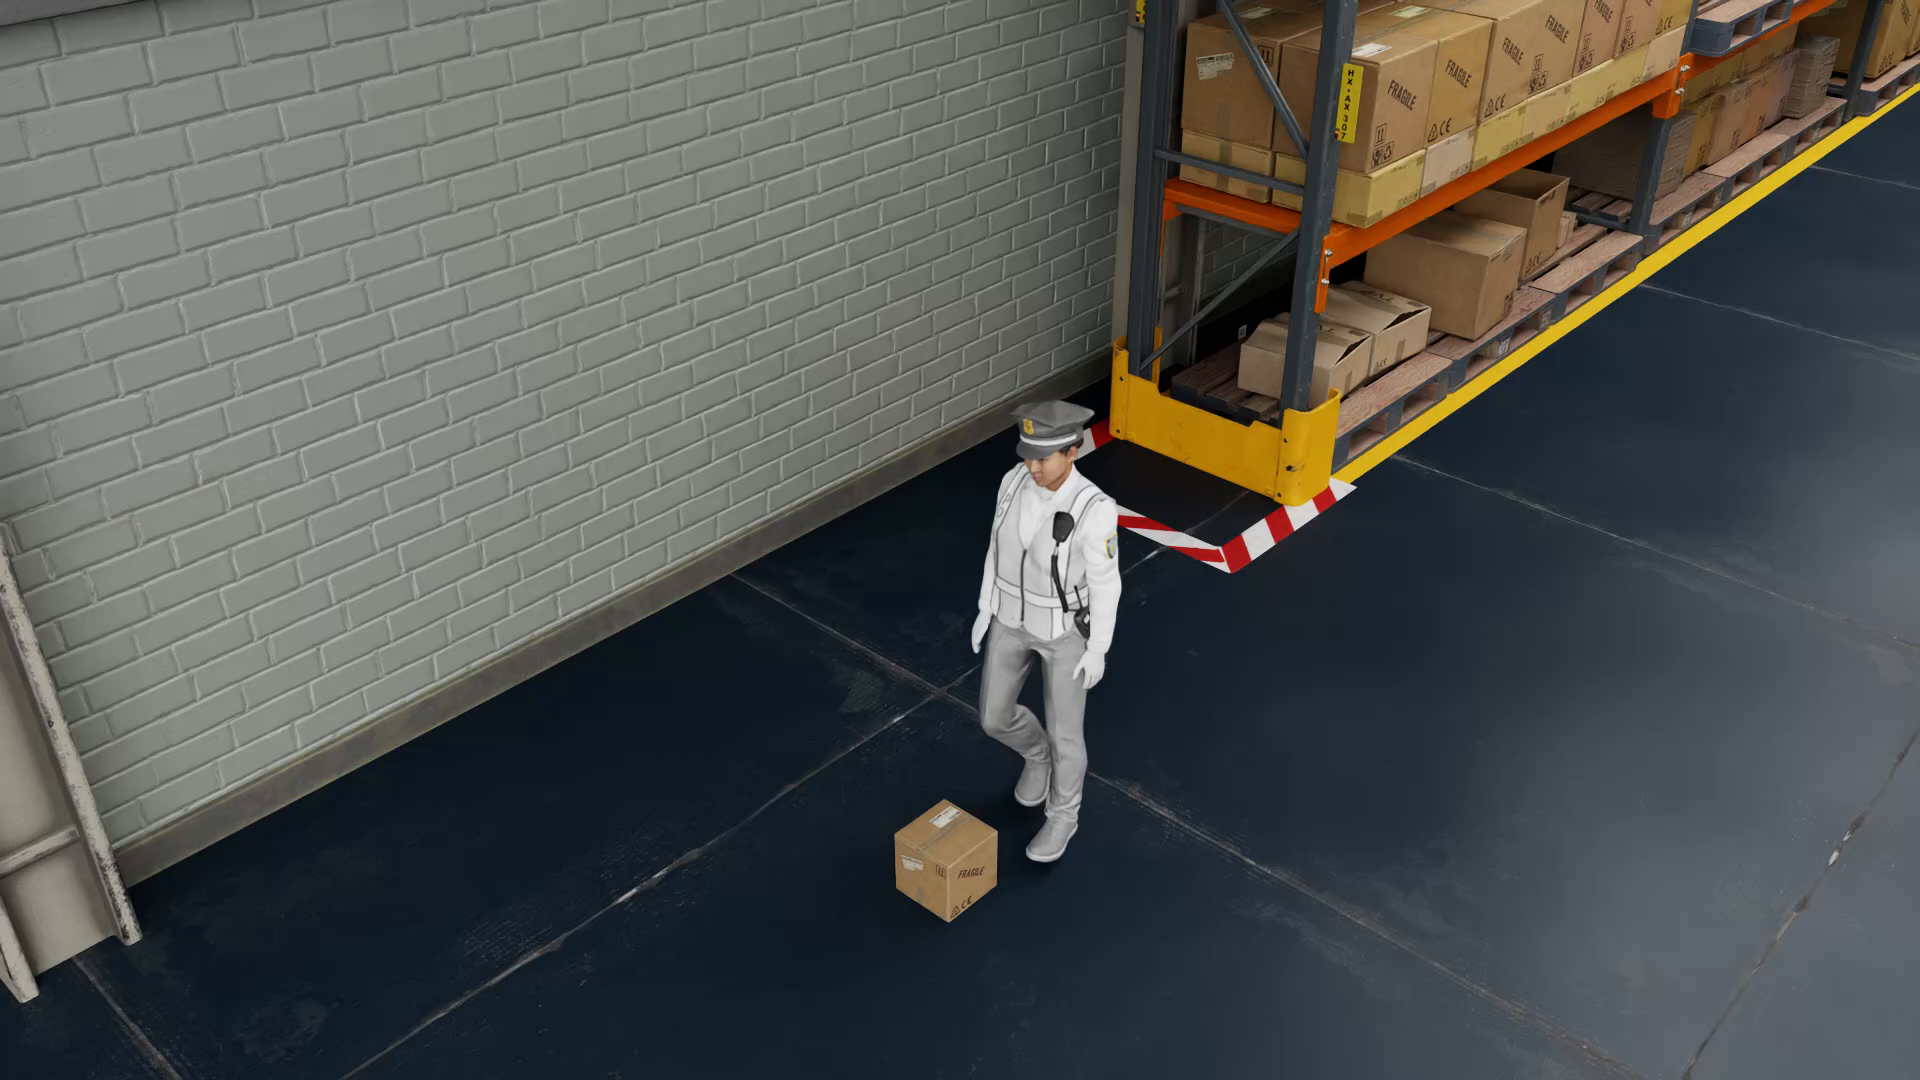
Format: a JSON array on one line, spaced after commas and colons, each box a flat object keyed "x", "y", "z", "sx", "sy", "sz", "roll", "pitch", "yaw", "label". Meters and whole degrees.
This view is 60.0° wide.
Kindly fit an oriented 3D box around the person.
[{"x": 0.285, "y": 0.301, "z": 5.609, "sx": 0.503, "sy": 1.663, "sz": 0.461, "roll": 20, "pitch": 37, "yaw": 30, "label": "person"}]
